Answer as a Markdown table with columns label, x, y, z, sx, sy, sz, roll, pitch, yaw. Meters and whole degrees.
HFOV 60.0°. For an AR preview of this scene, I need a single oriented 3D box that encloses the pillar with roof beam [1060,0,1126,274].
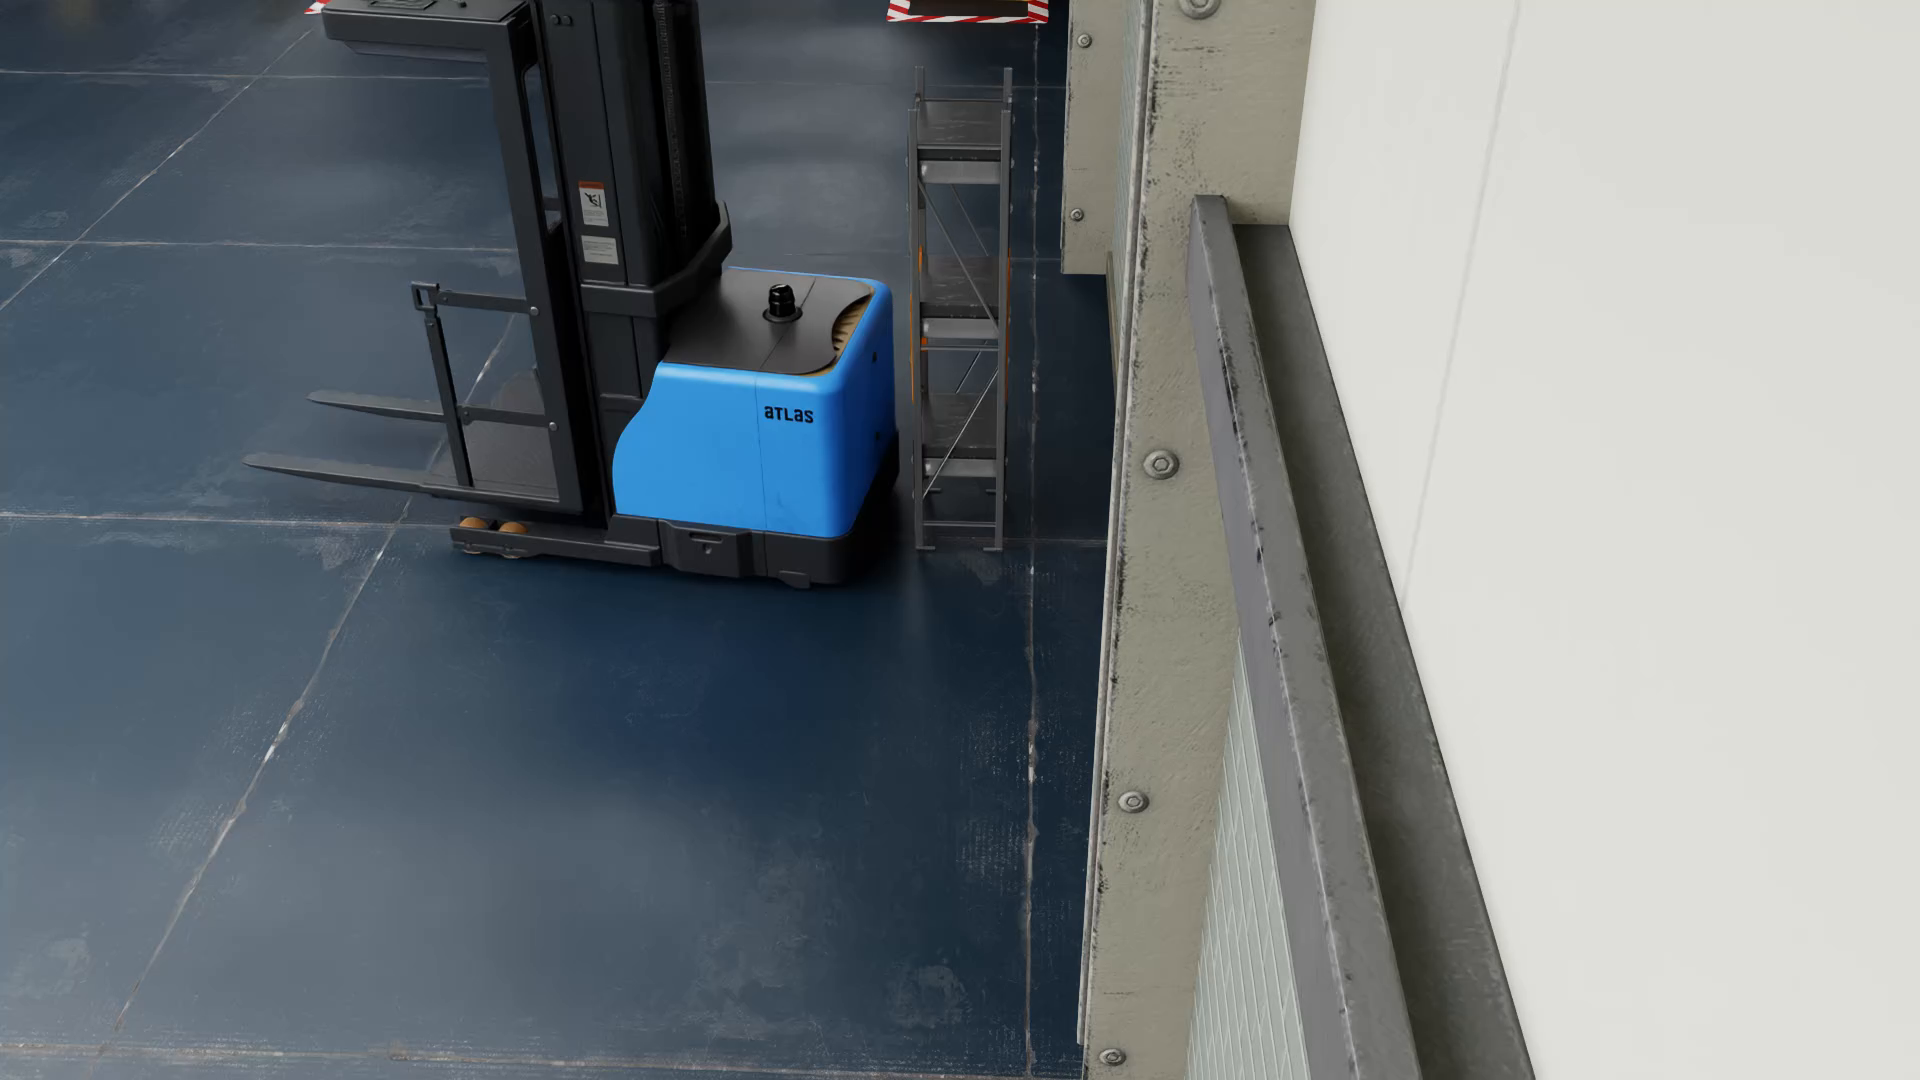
| label | x | y | z | sx | sy | sz | roll | pitch | yaw |
| --- | --- | --- | --- | --- | --- | --- | --- | --- | --- |
| pillar with roof beam | -3.530 | -5.502 | 7.752 | 9.100 | 9.000 | 0.400 | 1 | 35 | 2 |

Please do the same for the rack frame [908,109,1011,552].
| label | x | y | z | sx | sy | sz | roll | pitch | yaw |
| --- | --- | --- | --- | --- | --- | --- | --- | --- | --- |
| rack frame | -0.003 | -0.814 | 7.082 | 0.400 | 2.100 | 0.015 | 1 | 35 | 2 |

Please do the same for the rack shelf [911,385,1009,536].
| label | x | y | z | sx | sy | sz | roll | pitch | yaw |
| --- | --- | --- | --- | --- | --- | --- | --- | --- | --- |
| rack shelf | 0.007 | -0.370 | 7.692 | 0.431 | 0.518 | 0.480 | 1 | 35 | 2 |

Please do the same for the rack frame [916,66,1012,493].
| label | x | y | z | sx | sy | sz | roll | pitch | yaw |
| --- | --- | --- | --- | --- | --- | --- | --- | --- | --- |
| rack frame | 0.016 | -1.094 | 7.481 | 0.400 | 2.100 | 0.015 | 1 | 35 | 2 |

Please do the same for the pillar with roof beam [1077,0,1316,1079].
| label | x | y | z | sx | sy | sz | roll | pitch | yaw |
| --- | --- | --- | --- | --- | --- | --- | --- | --- | --- |
| pillar with roof beam | -3.771 | -2.054 | 2.847 | 9.100 | 9.000 | 0.400 | 1 | 35 | 2 |

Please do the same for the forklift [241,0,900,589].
| label | x | y | z | sx | sy | sz | roll | pitch | yaw |
| --- | --- | --- | --- | --- | --- | --- | --- | --- | --- |
| forklift | -1.864 | -1.402 | 7.196 | 3.031 | 2.935 | 1.130 | 7 | 36 | 9 |

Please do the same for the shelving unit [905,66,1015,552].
| label | x | y | z | sx | sy | sz | roll | pitch | yaw |
| --- | --- | --- | --- | --- | --- | --- | --- | --- | --- |
| shelving unit | 0.007 | -0.954 | 7.282 | 0.431 | 2.100 | 0.503 | 1 | 35 | 2 |

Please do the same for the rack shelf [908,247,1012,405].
| label | x | y | z | sx | sy | sz | roll | pitch | yaw |
| --- | --- | --- | --- | --- | --- | --- | --- | --- | --- |
| rack shelf | 0.007 | -0.943 | 7.289 | 0.431 | 0.518 | 0.480 | 1 | 35 | 2 |

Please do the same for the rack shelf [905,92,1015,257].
| label | x | y | z | sx | sy | sz | roll | pitch | yaw |
| --- | --- | --- | --- | --- | --- | --- | --- | --- | --- |
| rack shelf | 0.007 | -1.516 | 6.887 | 0.431 | 0.518 | 0.480 | 1 | 35 | 2 |
